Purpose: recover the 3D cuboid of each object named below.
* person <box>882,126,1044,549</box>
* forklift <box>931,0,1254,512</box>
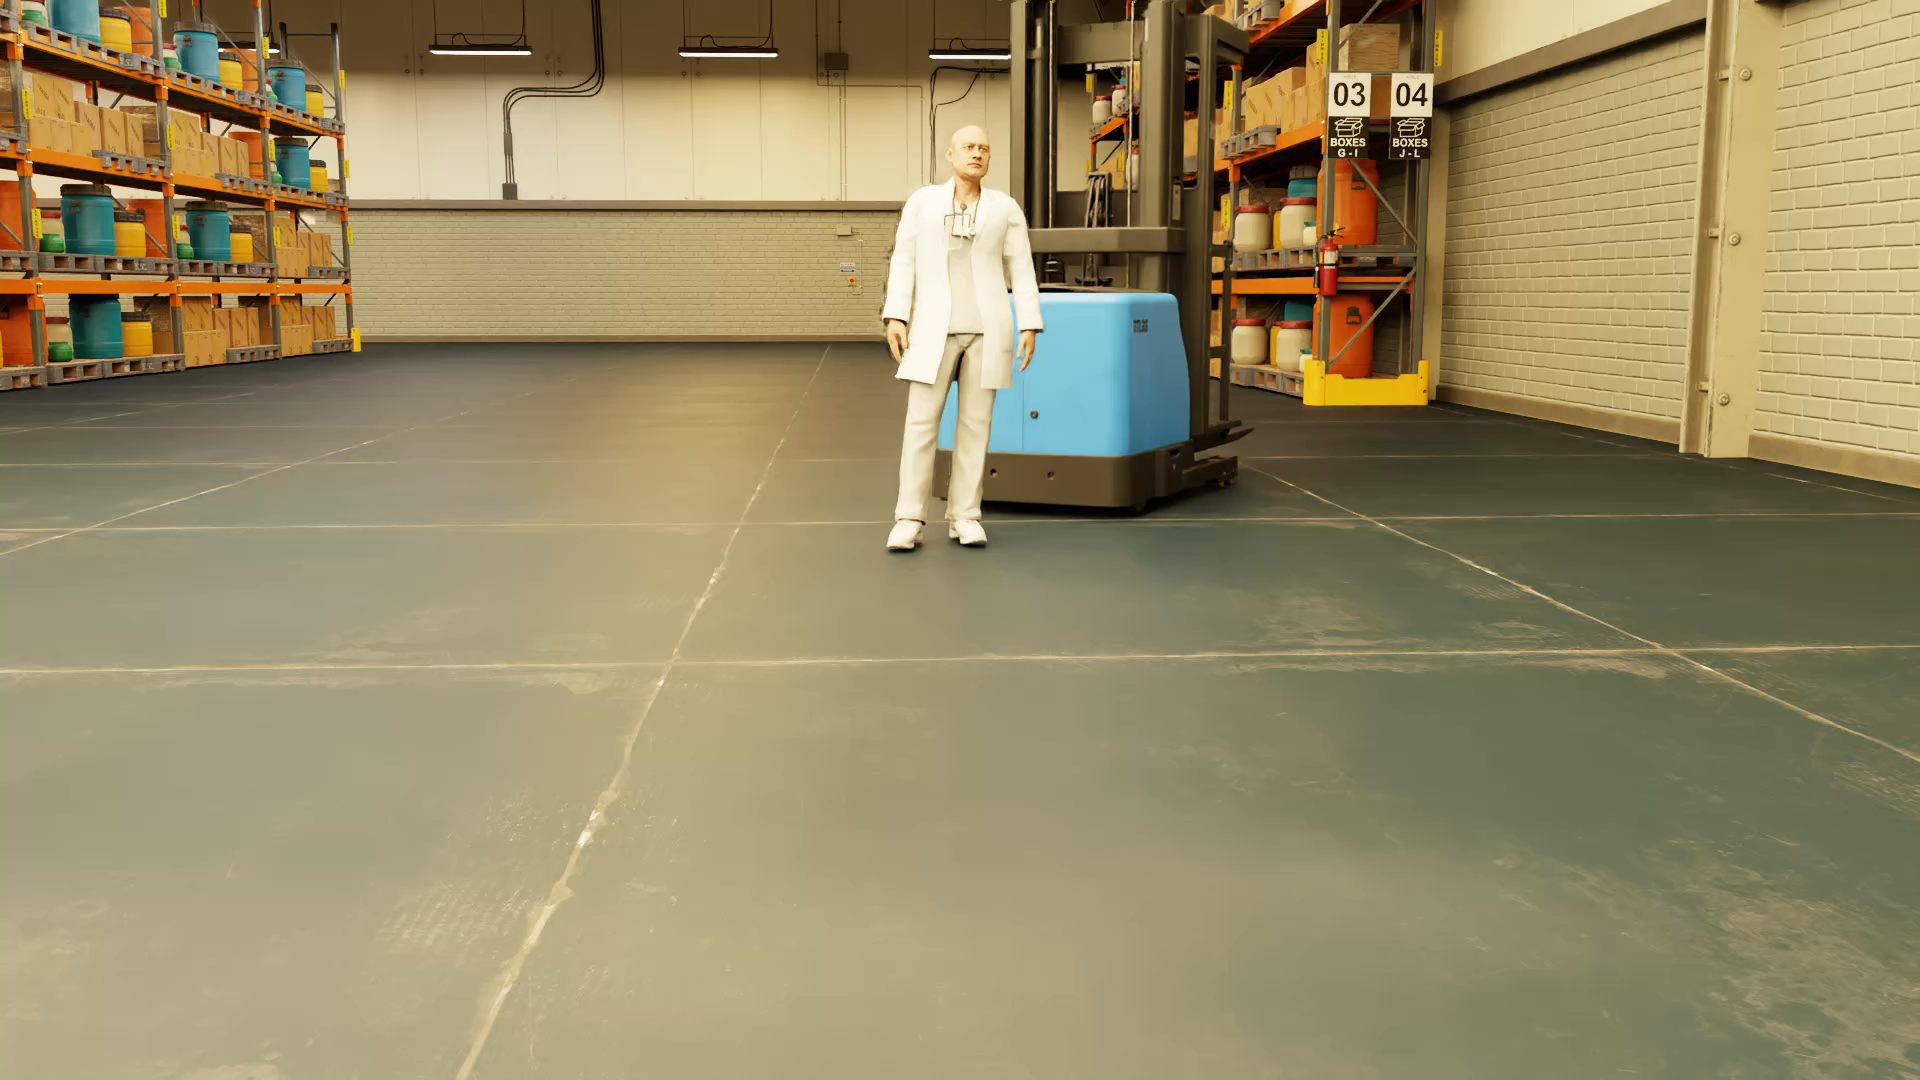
[{"bbox_3d":[0.017,-0.869,7.085,0.696,1.776,0.577,0,8,-3],"label":"person"},{"bbox_3d":[0.932,-1.762,9.196,1.130,2.935,3.031,4,9,24],"label":"forklift"}]
